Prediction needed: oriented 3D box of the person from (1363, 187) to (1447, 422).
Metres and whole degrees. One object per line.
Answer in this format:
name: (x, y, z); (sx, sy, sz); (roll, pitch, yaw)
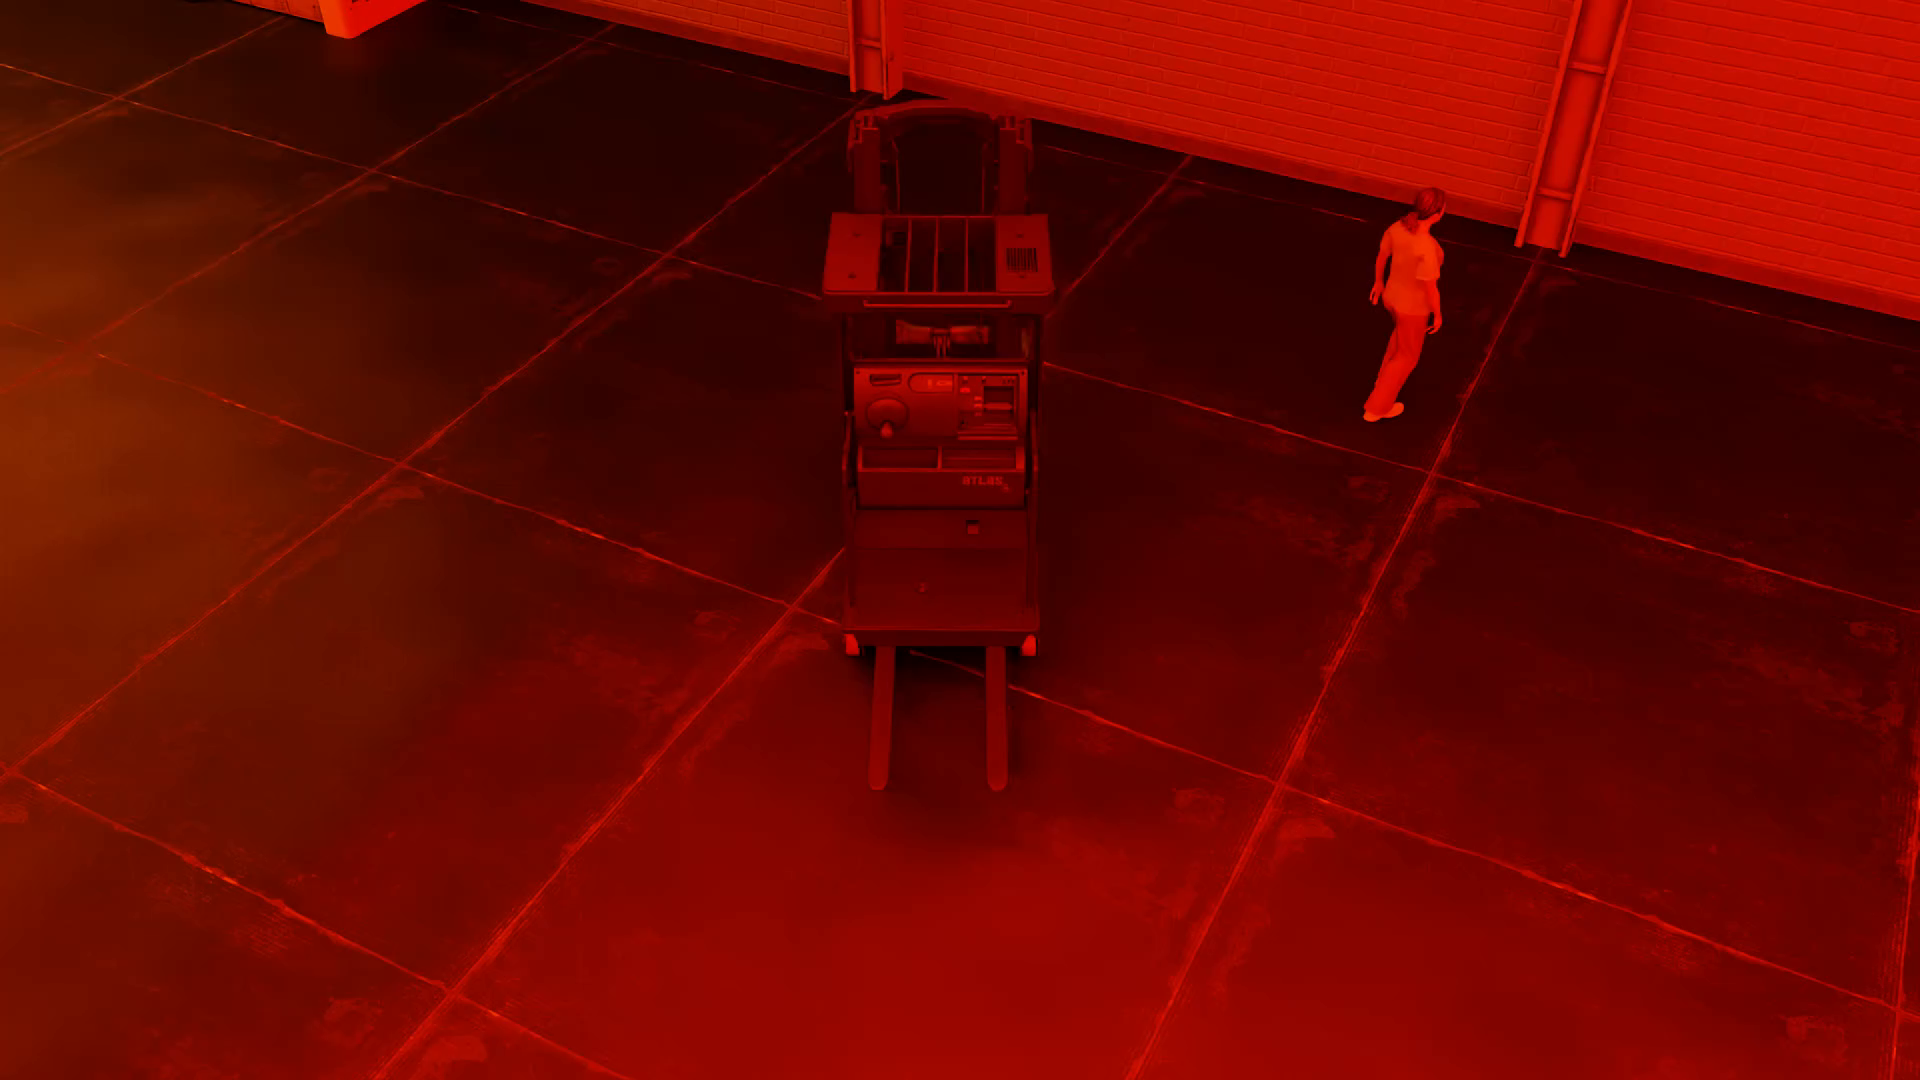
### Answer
person: (2.939, -1.524, 10.835); (0.529, 1.710, 0.561); (-16, 43, -18)

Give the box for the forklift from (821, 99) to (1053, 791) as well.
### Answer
forklift: (-0.103, -0.661, 8.771); (1.130, 2.935, 3.031); (0, 40, 0)
